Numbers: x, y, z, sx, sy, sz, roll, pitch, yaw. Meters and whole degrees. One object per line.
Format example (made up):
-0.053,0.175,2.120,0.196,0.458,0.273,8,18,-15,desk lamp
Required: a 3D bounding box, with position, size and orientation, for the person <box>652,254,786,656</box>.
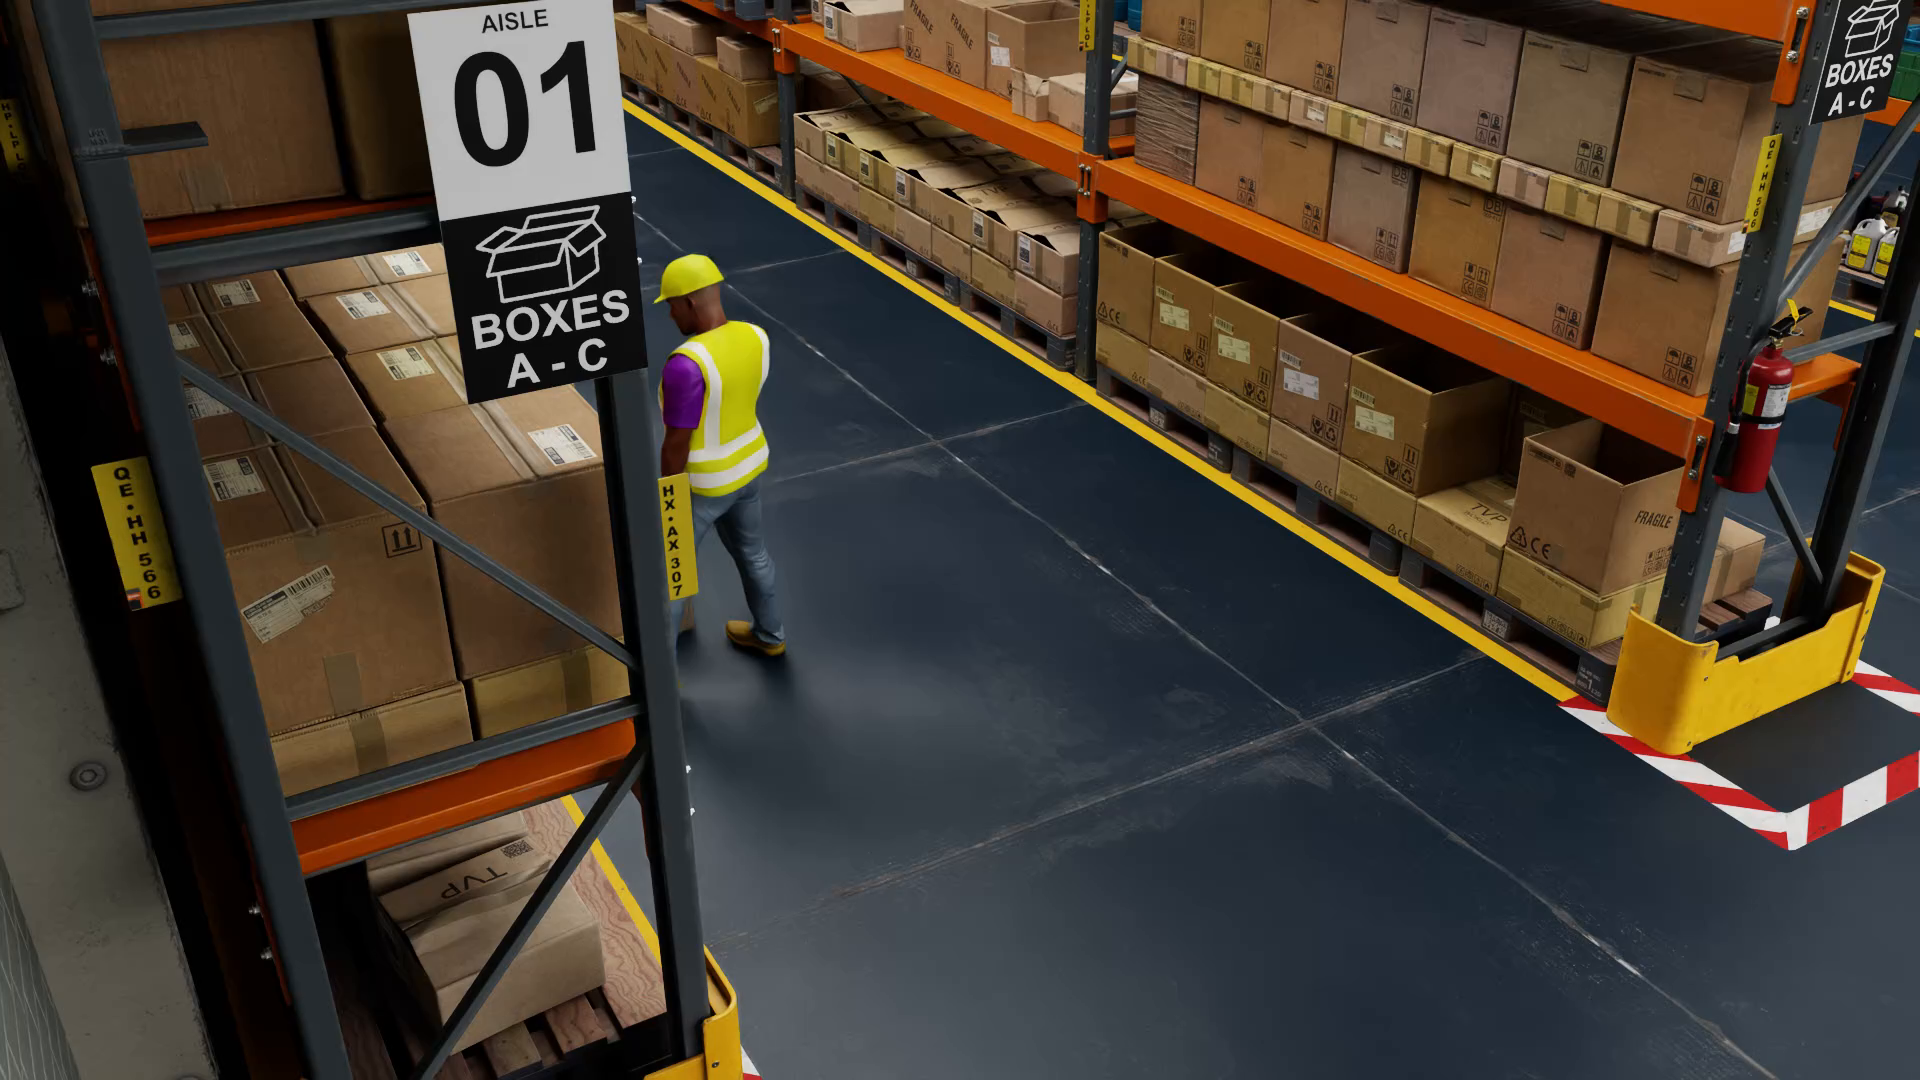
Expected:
-1.082,-0.250,6.527,0.527,1.754,0.751,17,33,29,person
